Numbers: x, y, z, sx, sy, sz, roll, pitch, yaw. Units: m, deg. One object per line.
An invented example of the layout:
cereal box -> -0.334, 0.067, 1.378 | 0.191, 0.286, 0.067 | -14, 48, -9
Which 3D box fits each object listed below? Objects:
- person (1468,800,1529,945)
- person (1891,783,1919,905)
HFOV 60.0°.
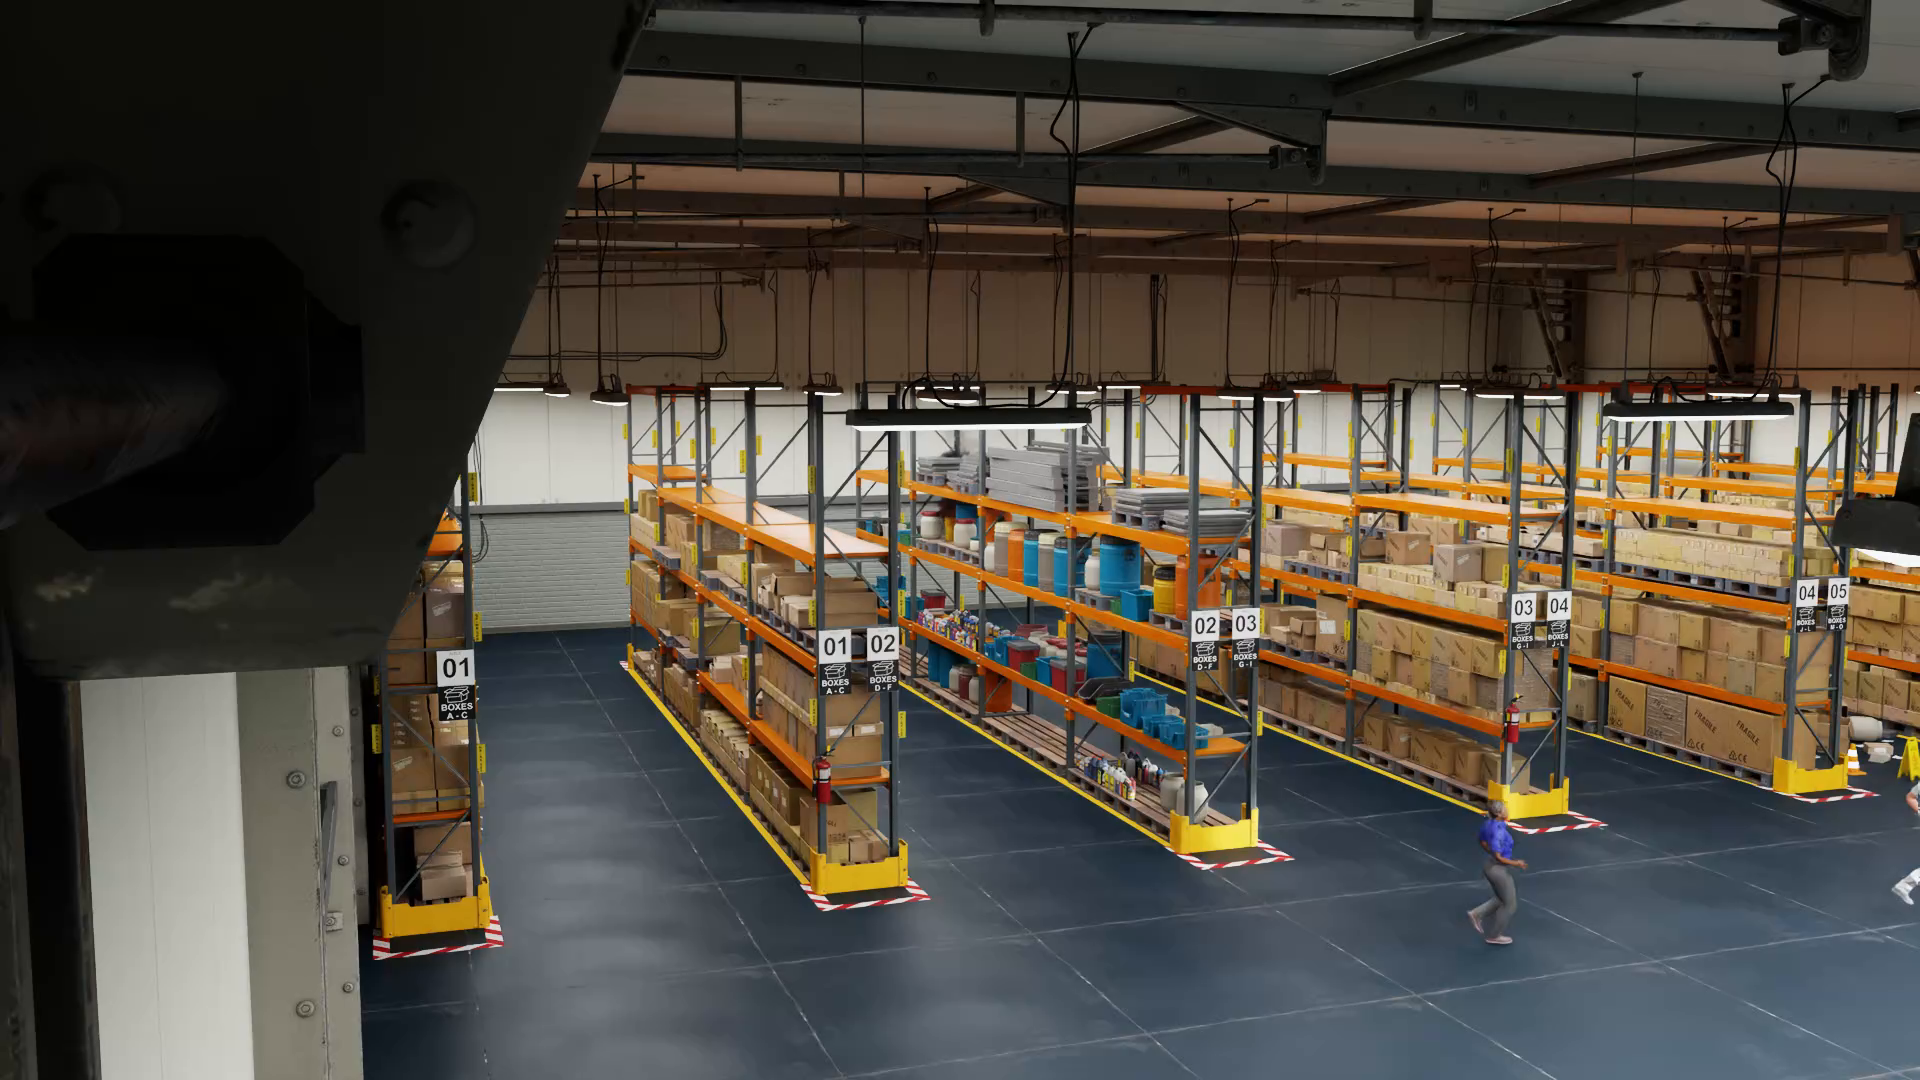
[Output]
person -> 5.929, 3.646, 18.278 | 0.557, 1.606, 0.572 | 0, 6, 4
person -> 11.349, 3.436, 19.286 | 0.987, 1.799, 0.653 | 1, 6, 7
